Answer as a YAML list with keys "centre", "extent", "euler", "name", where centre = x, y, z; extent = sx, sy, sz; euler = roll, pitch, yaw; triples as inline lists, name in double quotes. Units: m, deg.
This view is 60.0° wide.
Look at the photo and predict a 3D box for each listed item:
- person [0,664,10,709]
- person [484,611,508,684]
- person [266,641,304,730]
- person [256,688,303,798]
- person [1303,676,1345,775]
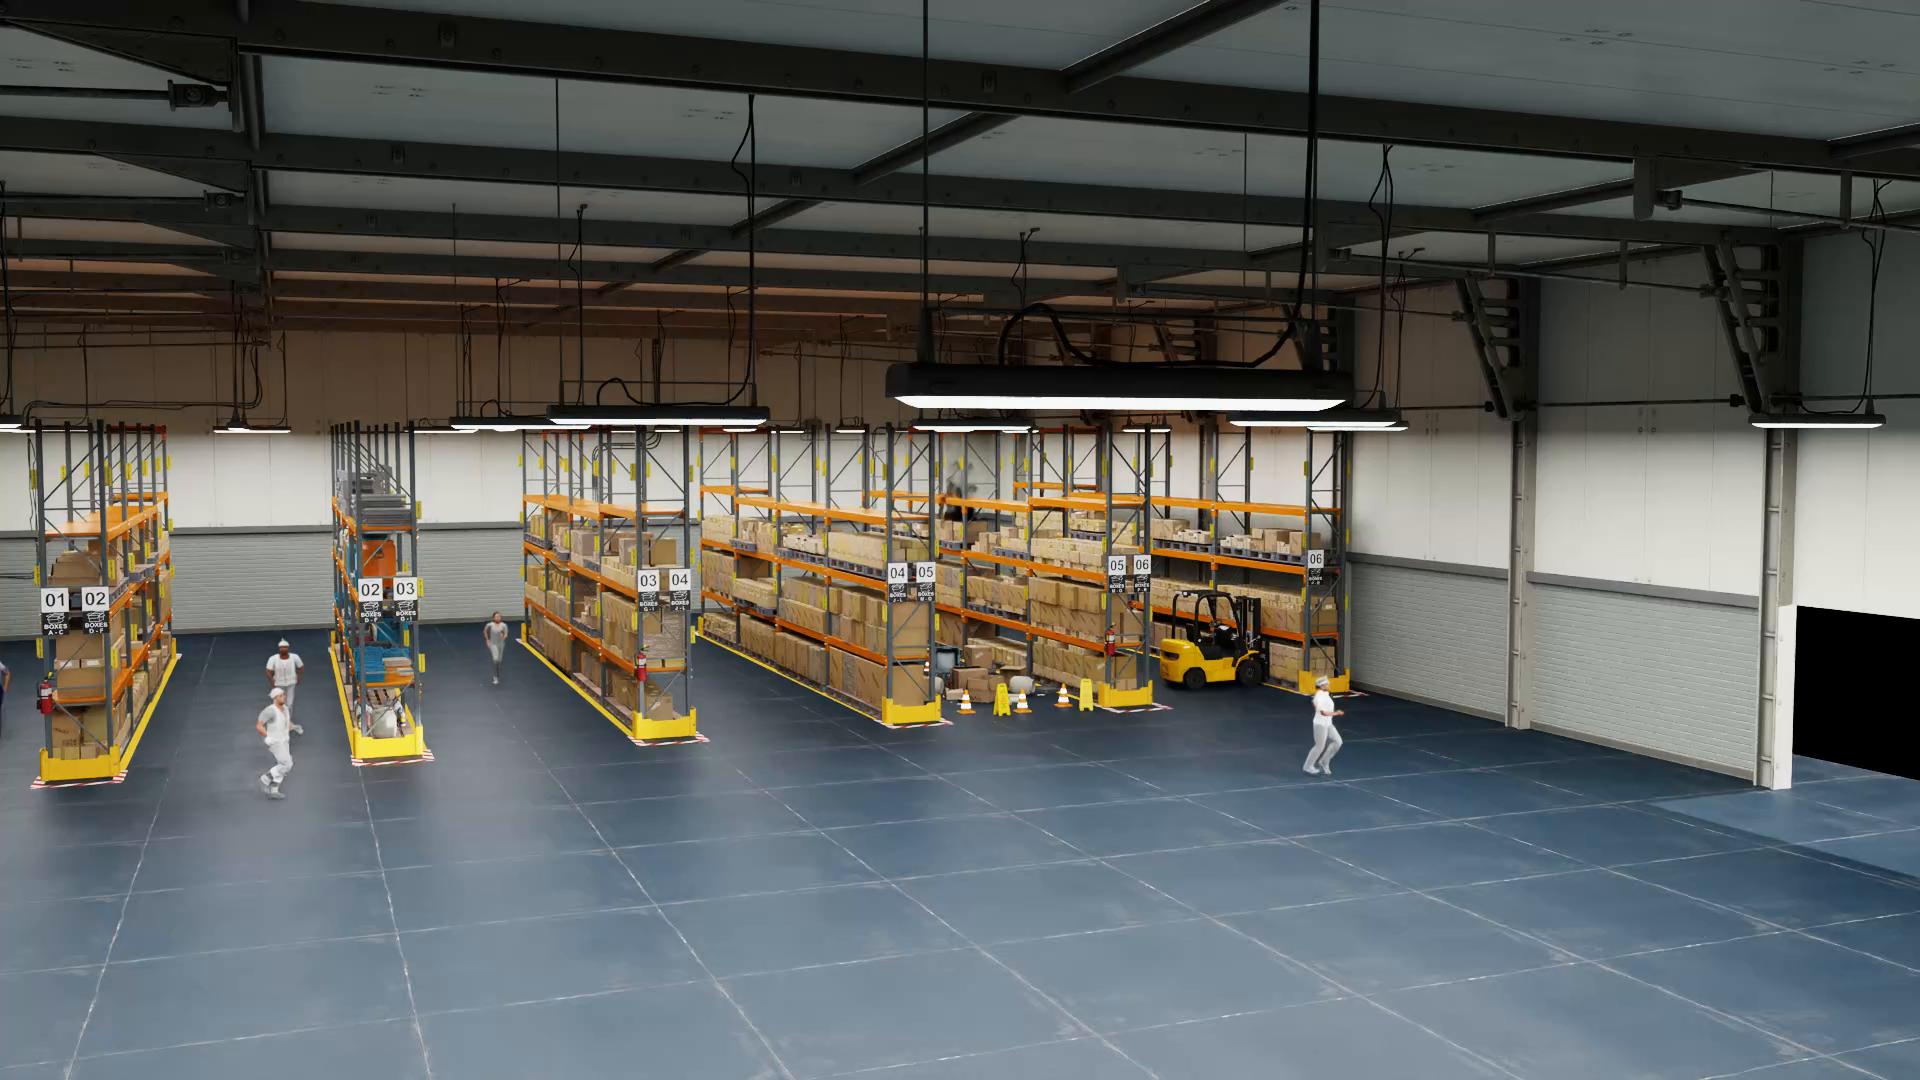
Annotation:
- centre: [-18.330, 2.922, 31.453]
  extent: [0.627, 1.628, 0.874]
  euler: [-2, 4, -28]
  name: "person"
- centre: [-10.758, 2.494, 38.615]
  extent: [0.484, 1.698, 0.837]
  euler: [-2, 4, -33]
  name: "person"
- centre: [-13.220, 2.829, 32.609]
  extent: [0.698, 1.741, 0.662]
  euler: [-2, 4, -25]
  name: "person"
- centre: [-10.746, 3.204, 26.305]
  extent: [0.611, 1.750, 0.638]
  euler: [0, 4, 7]
  name: "person"
- centre: [6.148, 3.127, 28.037]
  extent: [0.688, 1.706, 0.544]
  euler: [2, 4, 25]
  name: "person"
